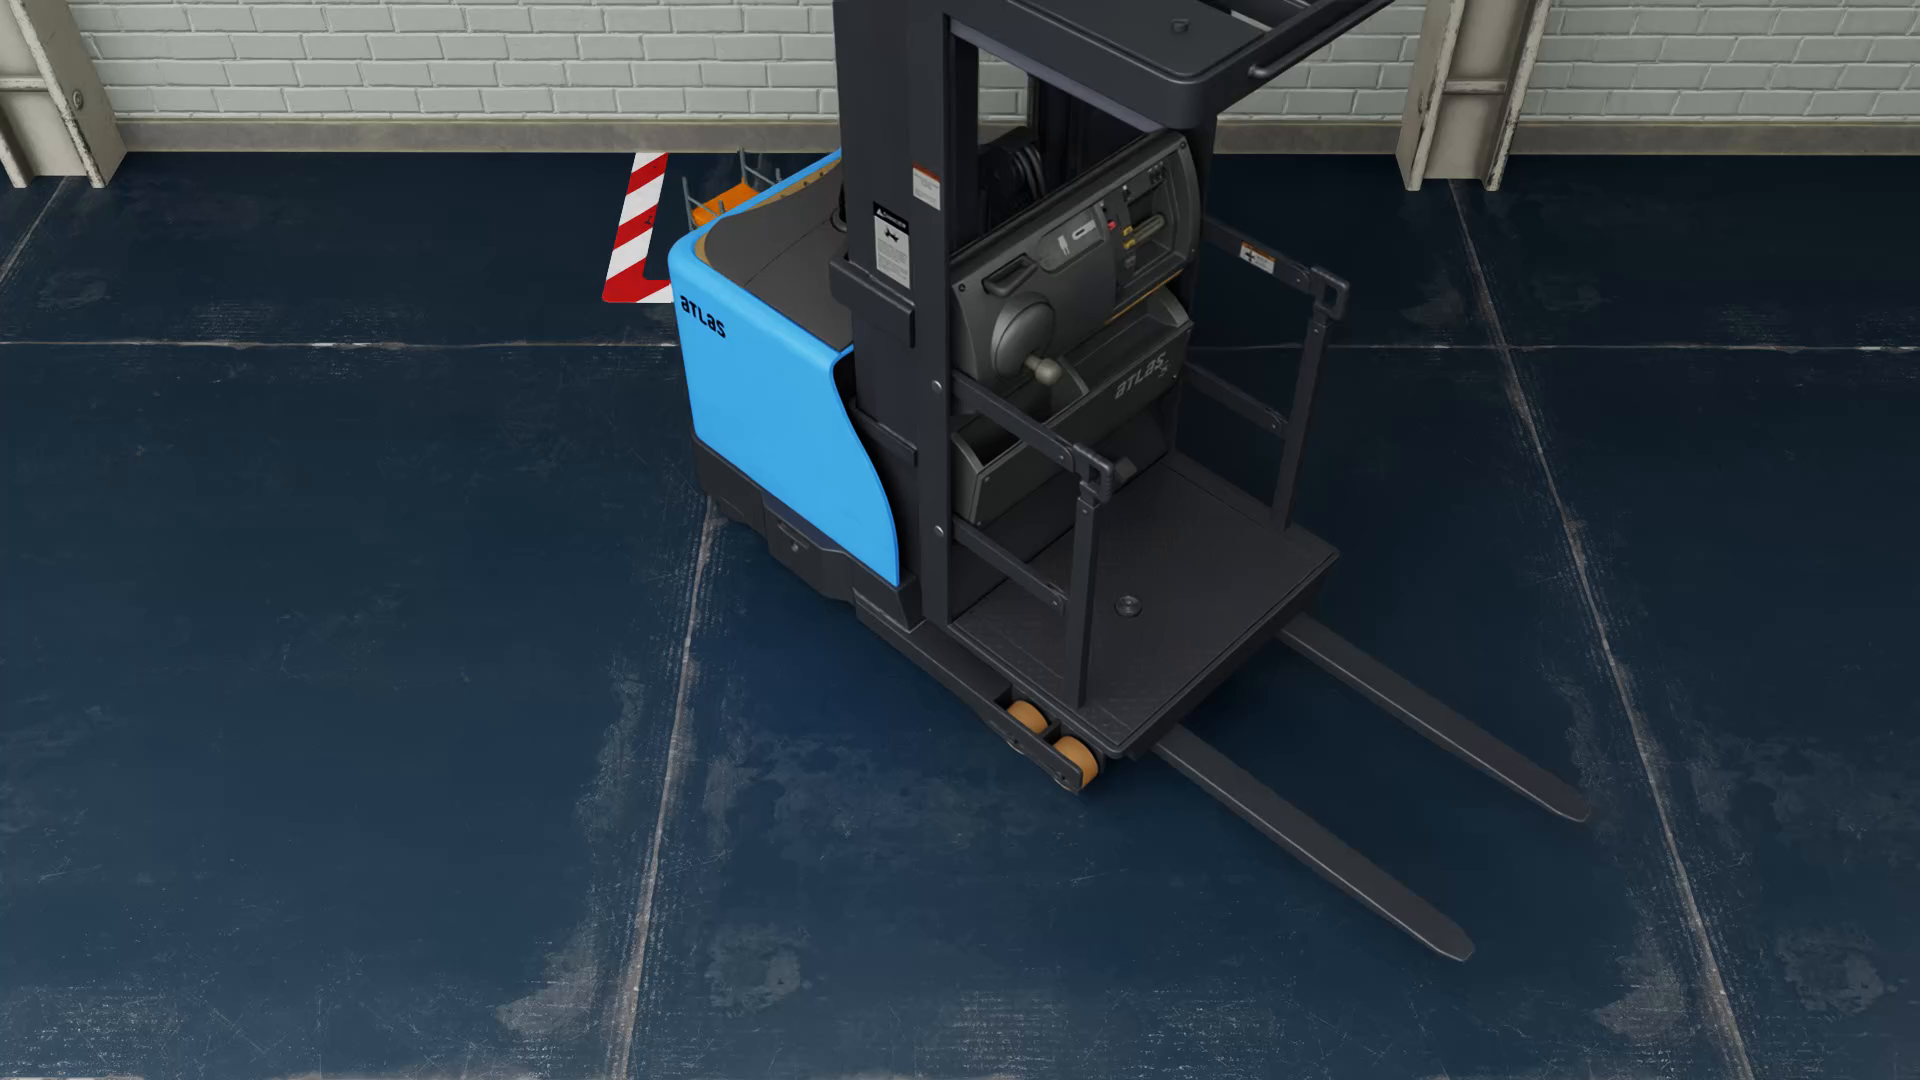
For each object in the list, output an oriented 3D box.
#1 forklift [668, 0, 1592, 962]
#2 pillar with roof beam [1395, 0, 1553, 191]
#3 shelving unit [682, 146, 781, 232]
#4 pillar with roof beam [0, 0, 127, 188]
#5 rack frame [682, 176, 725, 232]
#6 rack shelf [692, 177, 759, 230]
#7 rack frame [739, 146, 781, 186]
[{"bbox_3d":[0.483,-0.676,4.376,3.031,2.935,1.130,35,56,28],"label":"forklift"},{"bbox_3d":[2.104,-1.530,1.026,0.400,9.000,9.100,0,47,0],"label":"pillar with roof beam"},{"bbox_3d":[-0.744,-0.837,5.810,0.215,1.050,0.252,35,56,29],"label":"shelving unit"},{"bbox_3d":[-3.896,-1.546,1.042,0.400,9.000,9.100,0,47,0],"label":"pillar with roof beam"},{"bbox_3d":[-0.829,-0.773,5.751,0.200,1.050,0.008,35,56,29],"label":"rack frame"},{"bbox_3d":[-0.745,-1.024,5.611,0.215,0.259,0.240,35,56,29],"label":"rack shelf"},{"bbox_3d":[-0.659,-0.901,5.870,0.200,1.050,0.008,35,56,29],"label":"rack frame"}]
